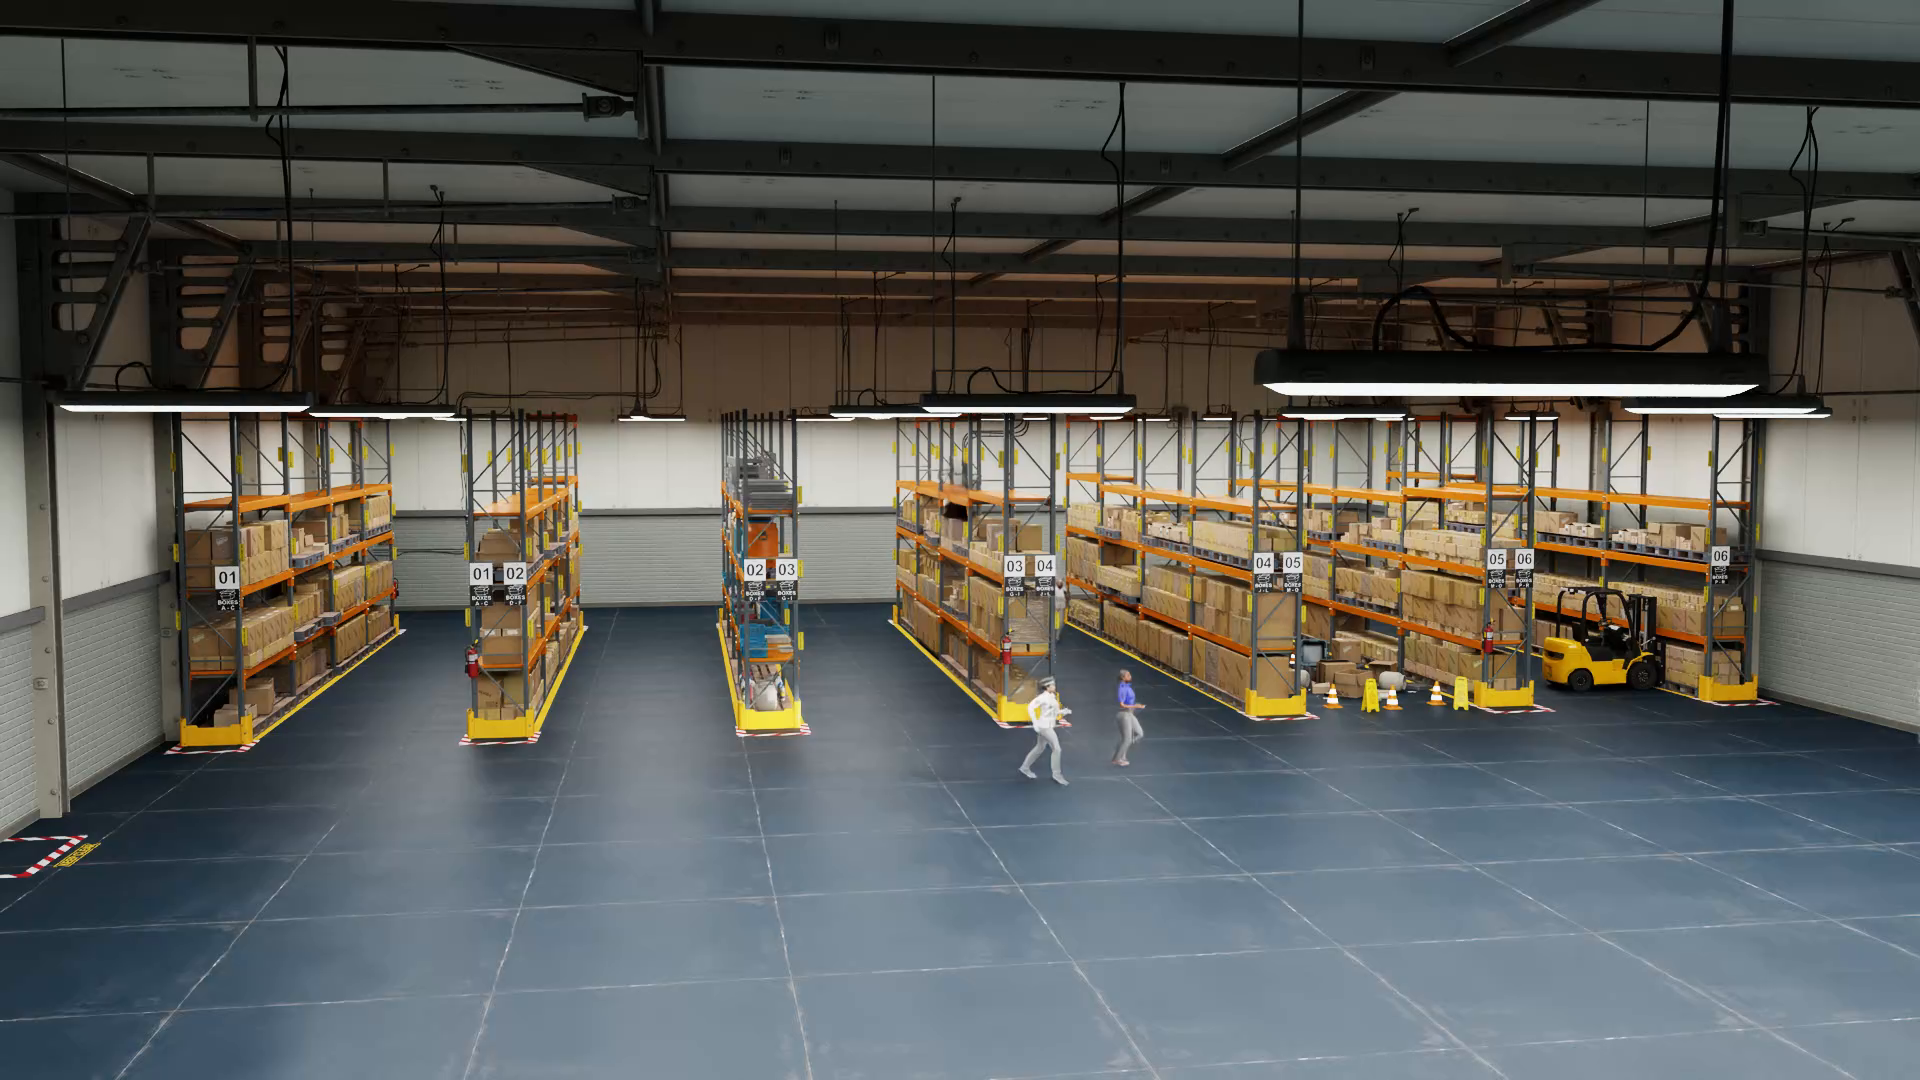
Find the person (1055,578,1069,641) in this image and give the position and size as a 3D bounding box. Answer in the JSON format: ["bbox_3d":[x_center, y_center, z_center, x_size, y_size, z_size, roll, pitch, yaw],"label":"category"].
[{"bbox_3d":[2.624,1.819,44.287,0.599,1.673,0.696,-1,4,-14],"label":"person"}]

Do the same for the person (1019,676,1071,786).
[{"bbox_3d":[1.352,3.022,26.472,0.849,1.739,0.580,1,4,14],"label":"person"}]

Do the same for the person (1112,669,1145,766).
[{"bbox_3d":[2.832,2.966,27.793,0.580,1.624,0.562,1,4,18],"label":"person"}]

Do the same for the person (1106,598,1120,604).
[{"bbox_3d":[4.662,1.397,49.856,0.782,1.694,0.660,-1,4,-12],"label":"person"}]
